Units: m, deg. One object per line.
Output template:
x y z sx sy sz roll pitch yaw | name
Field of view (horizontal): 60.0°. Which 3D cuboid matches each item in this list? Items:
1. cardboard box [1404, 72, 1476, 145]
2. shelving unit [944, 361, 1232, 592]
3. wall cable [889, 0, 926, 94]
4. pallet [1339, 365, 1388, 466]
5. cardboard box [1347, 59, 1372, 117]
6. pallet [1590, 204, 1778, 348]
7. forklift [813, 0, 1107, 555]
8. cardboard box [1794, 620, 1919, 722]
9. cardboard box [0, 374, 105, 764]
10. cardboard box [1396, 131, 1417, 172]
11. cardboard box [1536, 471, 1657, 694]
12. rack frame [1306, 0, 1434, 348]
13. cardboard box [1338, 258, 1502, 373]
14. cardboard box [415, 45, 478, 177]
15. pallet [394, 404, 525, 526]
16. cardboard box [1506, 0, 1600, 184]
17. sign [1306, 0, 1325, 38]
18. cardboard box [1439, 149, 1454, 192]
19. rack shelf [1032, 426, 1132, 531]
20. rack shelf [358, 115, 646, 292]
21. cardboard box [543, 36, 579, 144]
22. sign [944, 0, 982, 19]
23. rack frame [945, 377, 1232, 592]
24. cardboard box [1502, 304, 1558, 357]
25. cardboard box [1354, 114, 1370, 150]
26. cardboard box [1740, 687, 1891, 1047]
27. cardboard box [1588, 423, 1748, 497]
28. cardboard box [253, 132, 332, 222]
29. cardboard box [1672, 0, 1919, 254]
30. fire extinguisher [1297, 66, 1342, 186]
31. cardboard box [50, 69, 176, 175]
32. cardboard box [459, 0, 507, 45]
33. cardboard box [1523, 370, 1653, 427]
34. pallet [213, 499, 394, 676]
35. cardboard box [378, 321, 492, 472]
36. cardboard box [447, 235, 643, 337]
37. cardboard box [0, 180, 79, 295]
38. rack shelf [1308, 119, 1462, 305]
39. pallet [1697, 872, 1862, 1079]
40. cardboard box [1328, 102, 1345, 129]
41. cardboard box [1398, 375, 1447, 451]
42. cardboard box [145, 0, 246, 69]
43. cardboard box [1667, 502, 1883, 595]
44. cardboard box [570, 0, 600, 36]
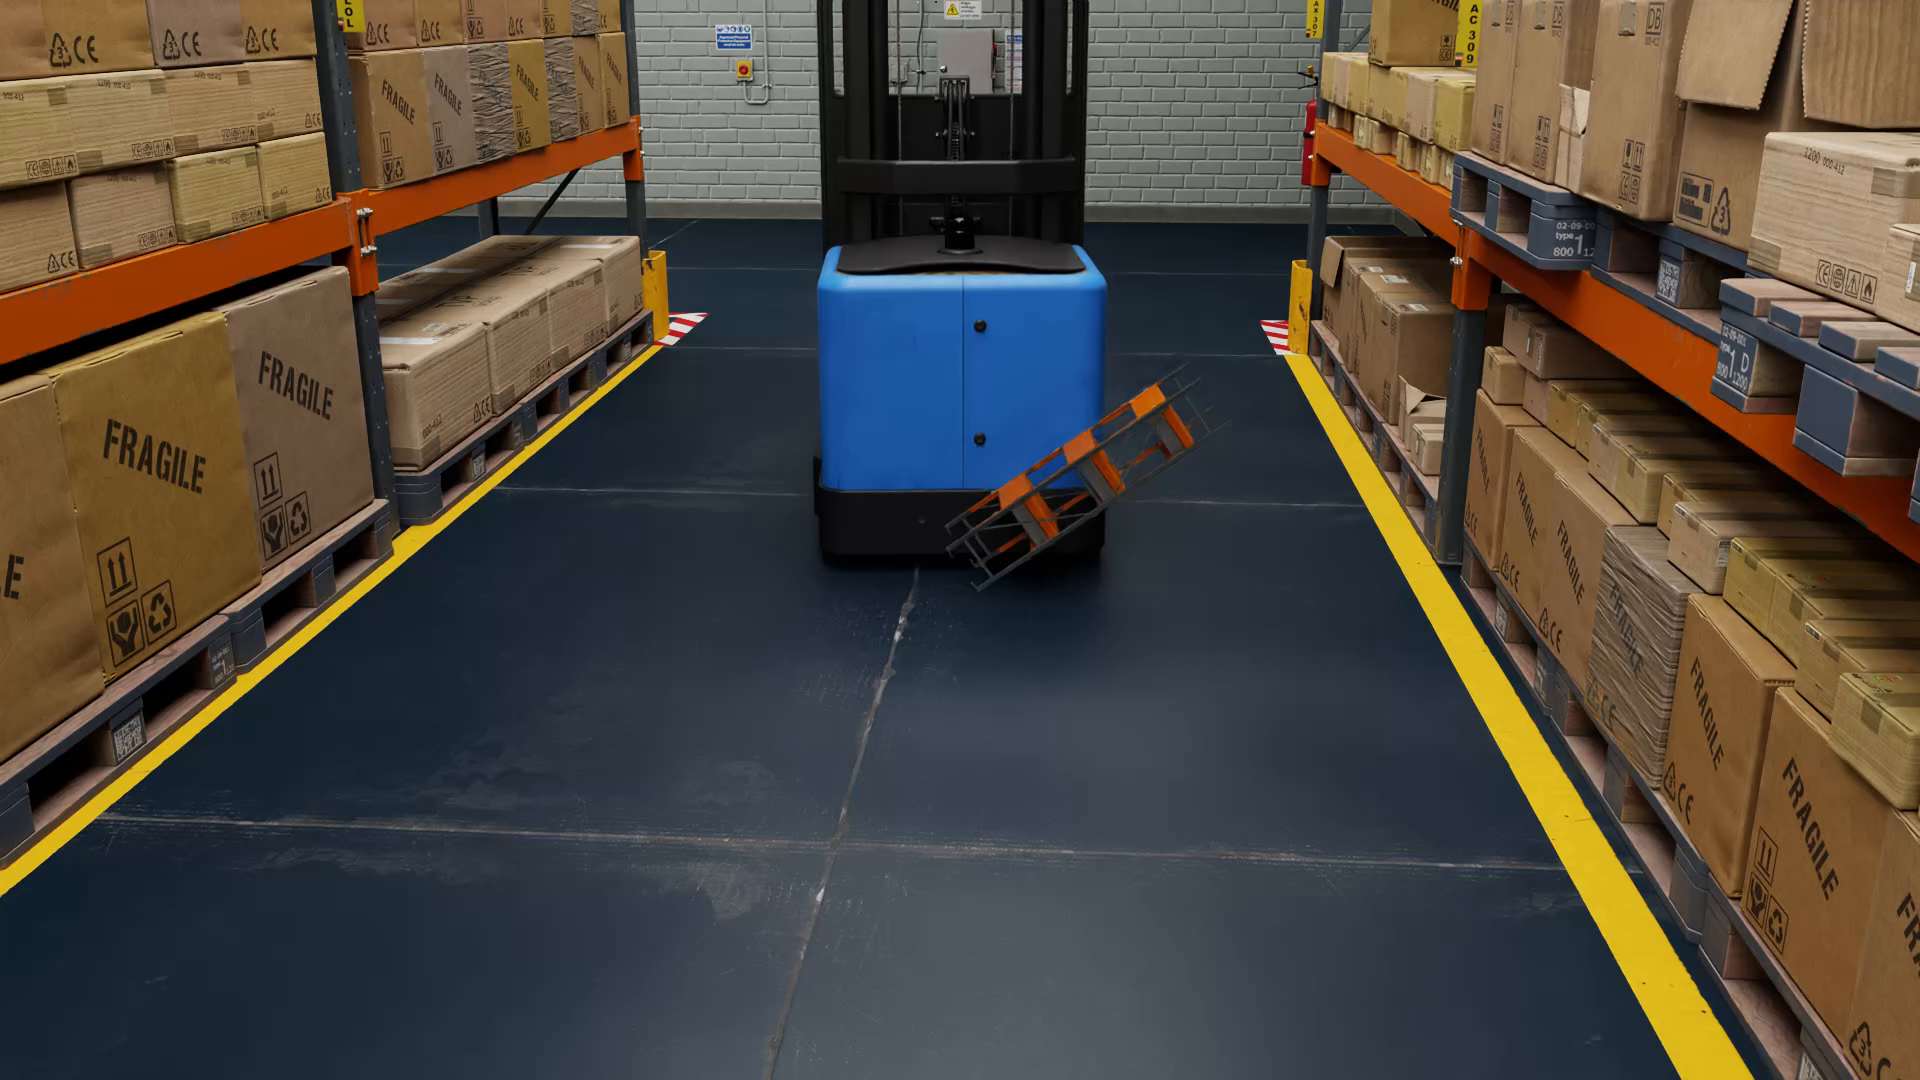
2.078 -1.724 6.629 0.500 0.250 0.500 1 18 4 | cardboard box
0.433 -0.221 5.817 1.050 0.215 0.252 -34 16 10 | shelving unit
-0.605 -4.892 14.905 0.588 1.984 0.122 1 18 4 | wall cable
2.398 -0.602 7.922 1.003 0.211 1.213 1 18 4 | pallet
2.180 -2.197 8.075 0.500 0.250 0.500 1 18 3 | cardboard box
2.111 -0.605 3.759 1.003 0.211 1.213 1 18 4 | pallet
-0.038 -1.746 7.044 1.130 2.935 3.031 -1 18 -2 | forklift
1.811 0.263 3.101 0.380 0.149 0.250 1 18 2 | cardboard box
-2.774 0.119 3.980 0.875 0.875 0.875 2 18 5 | cardboard box
2.062 -1.643 7.023 0.380 0.149 0.250 1 18 3 | cardboard box
1.936 0.120 4.579 0.500 0.500 0.500 1 18 2 | cardboard box
2.550 -2.576 9.468 1.000 3.000 0.127 1 18 4 | rack frame
2.312 -1.136 8.411 0.700 0.500 0.500 2 18 6 | cardboard box
-2.353 -1.787 6.900 0.500 0.500 0.500 1 18 4 | cardboard box
-2.555 -0.353 7.161 1.003 0.211 1.213 1 18 4 | pallet
1.968 -1.275 4.662 0.700 0.500 0.500 1 18 5 | cardboard box
2.009 -3.000 9.370 0.100 0.325 0.005 1 18 4 | sign
2.031 -1.401 6.284 0.380 0.149 0.250 2 18 5 | cardboard box
0.424 -0.215 5.819 0.259 0.215 0.240 -34 16 10 | rack shelf
-2.544 -1.723 8.019 1.077 0.370 4.000 1 18 4 | rack shelf
-2.250 -2.262 8.349 0.500 0.500 0.500 2 18 6 | cardboard box
0.024 -4.804 14.939 0.339 0.242 0.001 1 18 4 | sign
0.436 -0.182 5.702 1.050 0.200 0.008 -34 16 10 | rack frame
2.033 -0.688 5.527 0.380 0.149 0.250 1 18 3 | cardboard box
2.111 -1.962 7.997 0.380 0.149 0.250 1 18 2 | cardboard box
1.839 0.605 3.099 0.500 0.500 0.500 1 18 3 | cardboard box
1.961 -0.219 4.571 0.380 0.149 0.250 1 18 4 | cardboard box
-2.469 -1.227 5.593 0.500 0.250 0.500 1 18 3 | cardboard box
1.909 -0.851 3.364 0.797 0.503 0.637 1 18 3 | cardboard box
2.100 -2.418 9.709 0.296 0.674 0.183 1 18 4 | fire extinguisher
-2.537 -1.151 4.557 0.500 0.250 0.500 2 18 5 | cardboard box
-2.322 -2.424 7.238 0.500 0.500 0.500 2 18 5 | cardboard box
2.030 -0.461 5.310 0.380 0.149 0.250 1 18 2 | cardboard box
-2.668 0.123 5.709 1.003 0.211 1.213 1 18 4 | pallet
-2.536 -0.618 6.933 0.875 0.438 0.875 1 18 3 | cardboard box
-2.349 -1.461 9.504 0.875 0.438 0.875 1 18 2 | cardboard box
-2.594 -0.752 4.143 0.500 0.250 0.500 1 18 4 | cardboard box
2.407 -1.613 7.685 1.077 0.370 4.000 1 18 4 | rack shelf
2.068 1.002 3.025 1.003 0.211 1.213 1 18 4 | pallet
2.253 -2.361 9.215 0.380 0.149 0.250 1 18 3 | cardboard box
2.036 -0.525 6.924 0.396 0.266 0.258 2 18 6 | cardboard box
-2.499 -1.661 4.909 0.500 0.500 0.500 2 18 5 | cardboard box
1.882 0.018 3.849 0.380 0.149 0.250 0 18 1 | cardboard box
-2.206 -2.891 8.661 0.500 0.500 0.500 1 18 4 | cardboard box
